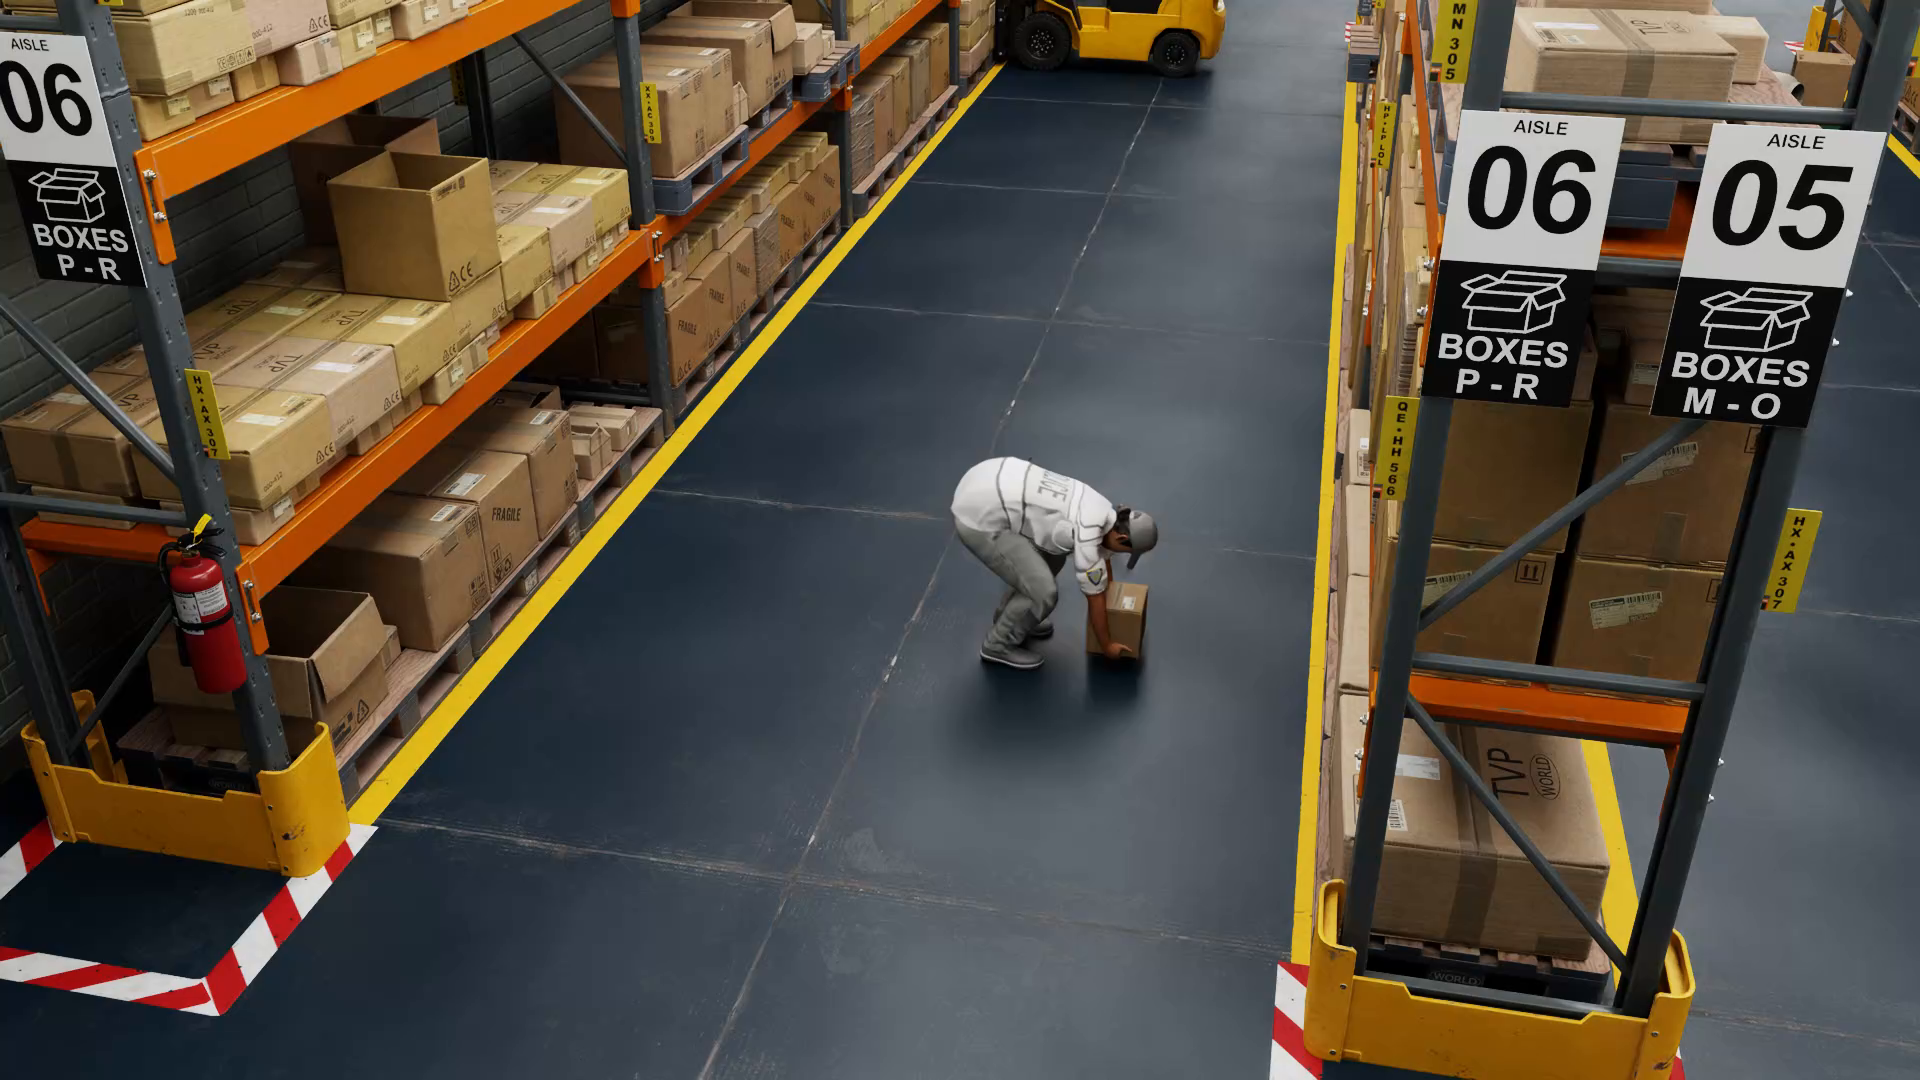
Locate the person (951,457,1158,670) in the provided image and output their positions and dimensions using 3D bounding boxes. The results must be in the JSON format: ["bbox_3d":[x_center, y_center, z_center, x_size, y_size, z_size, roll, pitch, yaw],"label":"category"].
[{"bbox_3d":[0.433,0.103,7.674,0.938,0.953,0.512,5,29,8],"label":"person"}]
